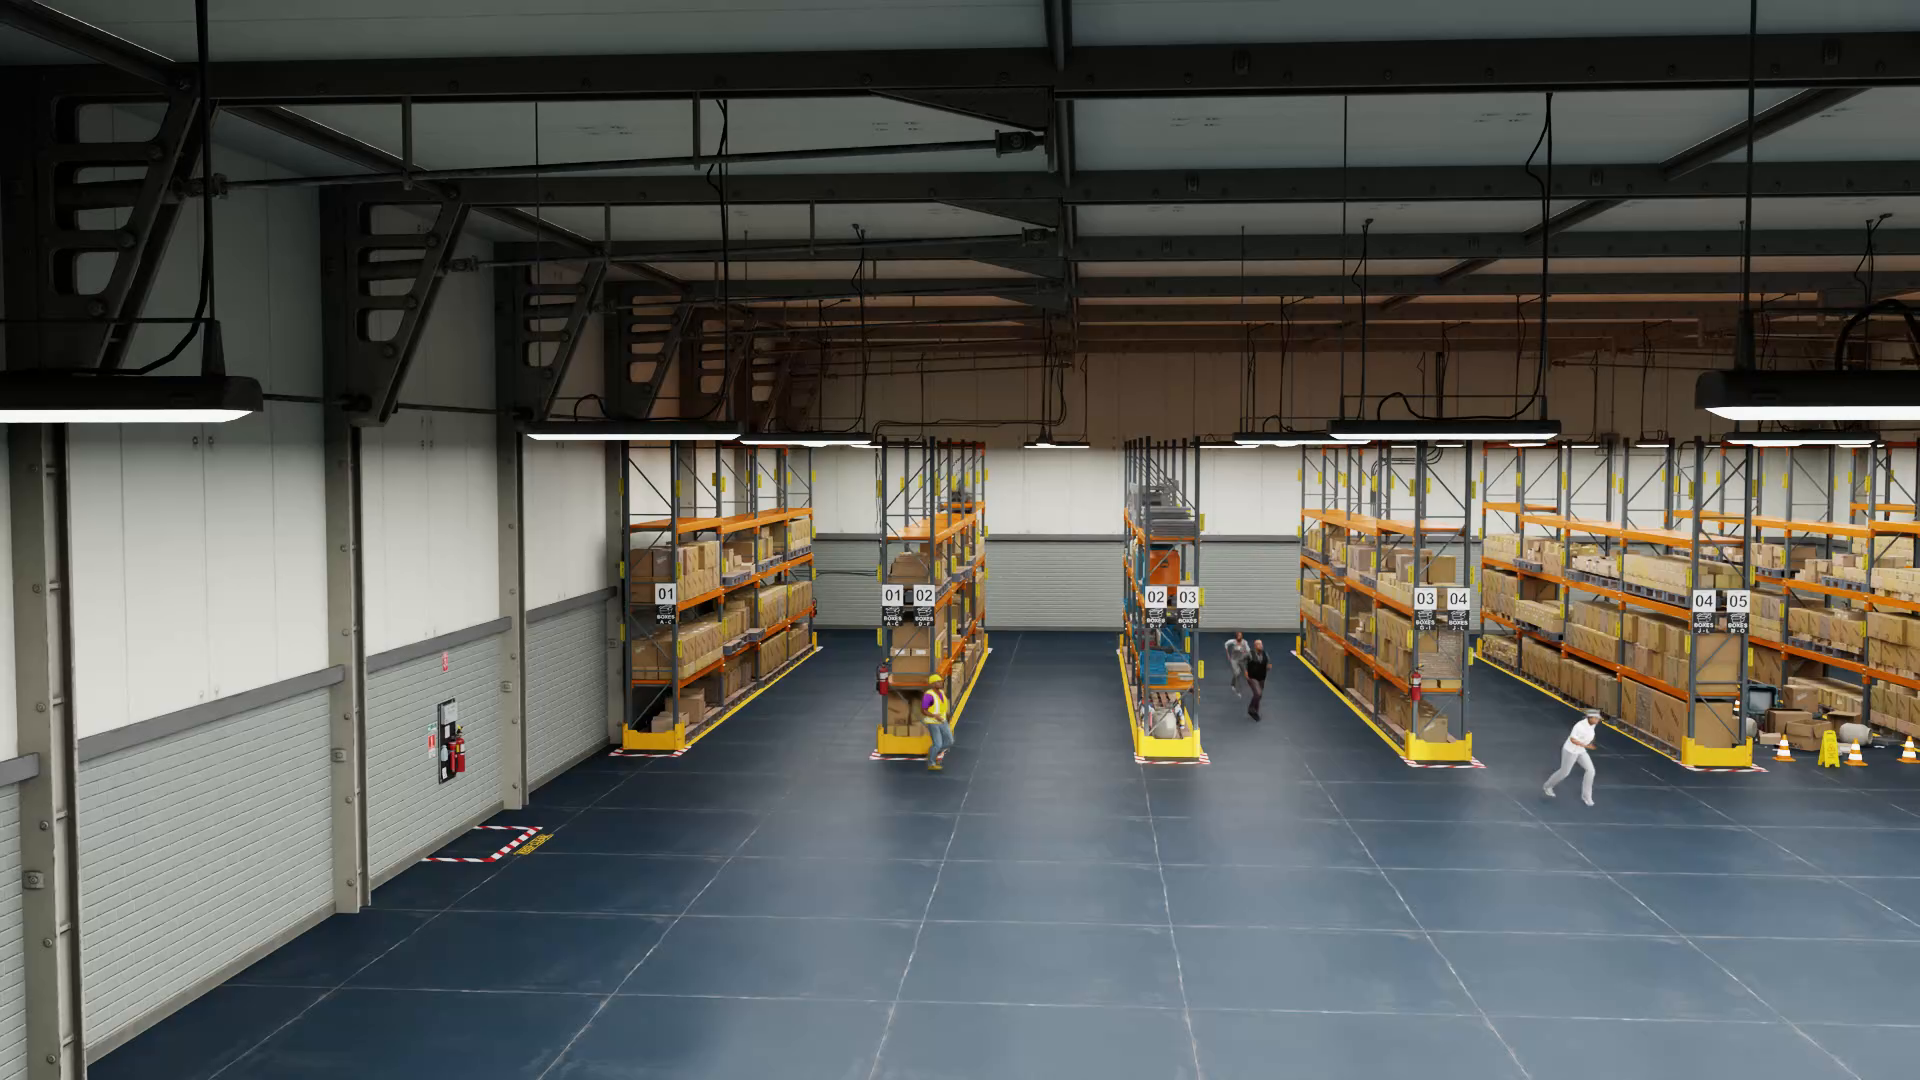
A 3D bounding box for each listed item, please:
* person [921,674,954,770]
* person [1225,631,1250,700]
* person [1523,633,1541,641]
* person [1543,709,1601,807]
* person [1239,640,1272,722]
[{"bbox_3d":[-0.382,3.261,29.728,0.565,1.719,0.674,2,4,38],"label":"person"},{"bbox_3d":[6.428,2.877,38.630,0.536,1.596,0.889,0,3,-8],"label":"person"},{"bbox_3d":[16.531,2.383,48.071,0.753,1.622,0.590,-1,3,-17],"label":"person"},{"bbox_3d":[9.977,3.513,27.096,0.619,1.623,0.979,-3,4,-41],"label":"person"},{"bbox_3d":[6.306,2.990,35.349,0.658,1.757,0.797,-1,3,-20],"label":"person"}]
